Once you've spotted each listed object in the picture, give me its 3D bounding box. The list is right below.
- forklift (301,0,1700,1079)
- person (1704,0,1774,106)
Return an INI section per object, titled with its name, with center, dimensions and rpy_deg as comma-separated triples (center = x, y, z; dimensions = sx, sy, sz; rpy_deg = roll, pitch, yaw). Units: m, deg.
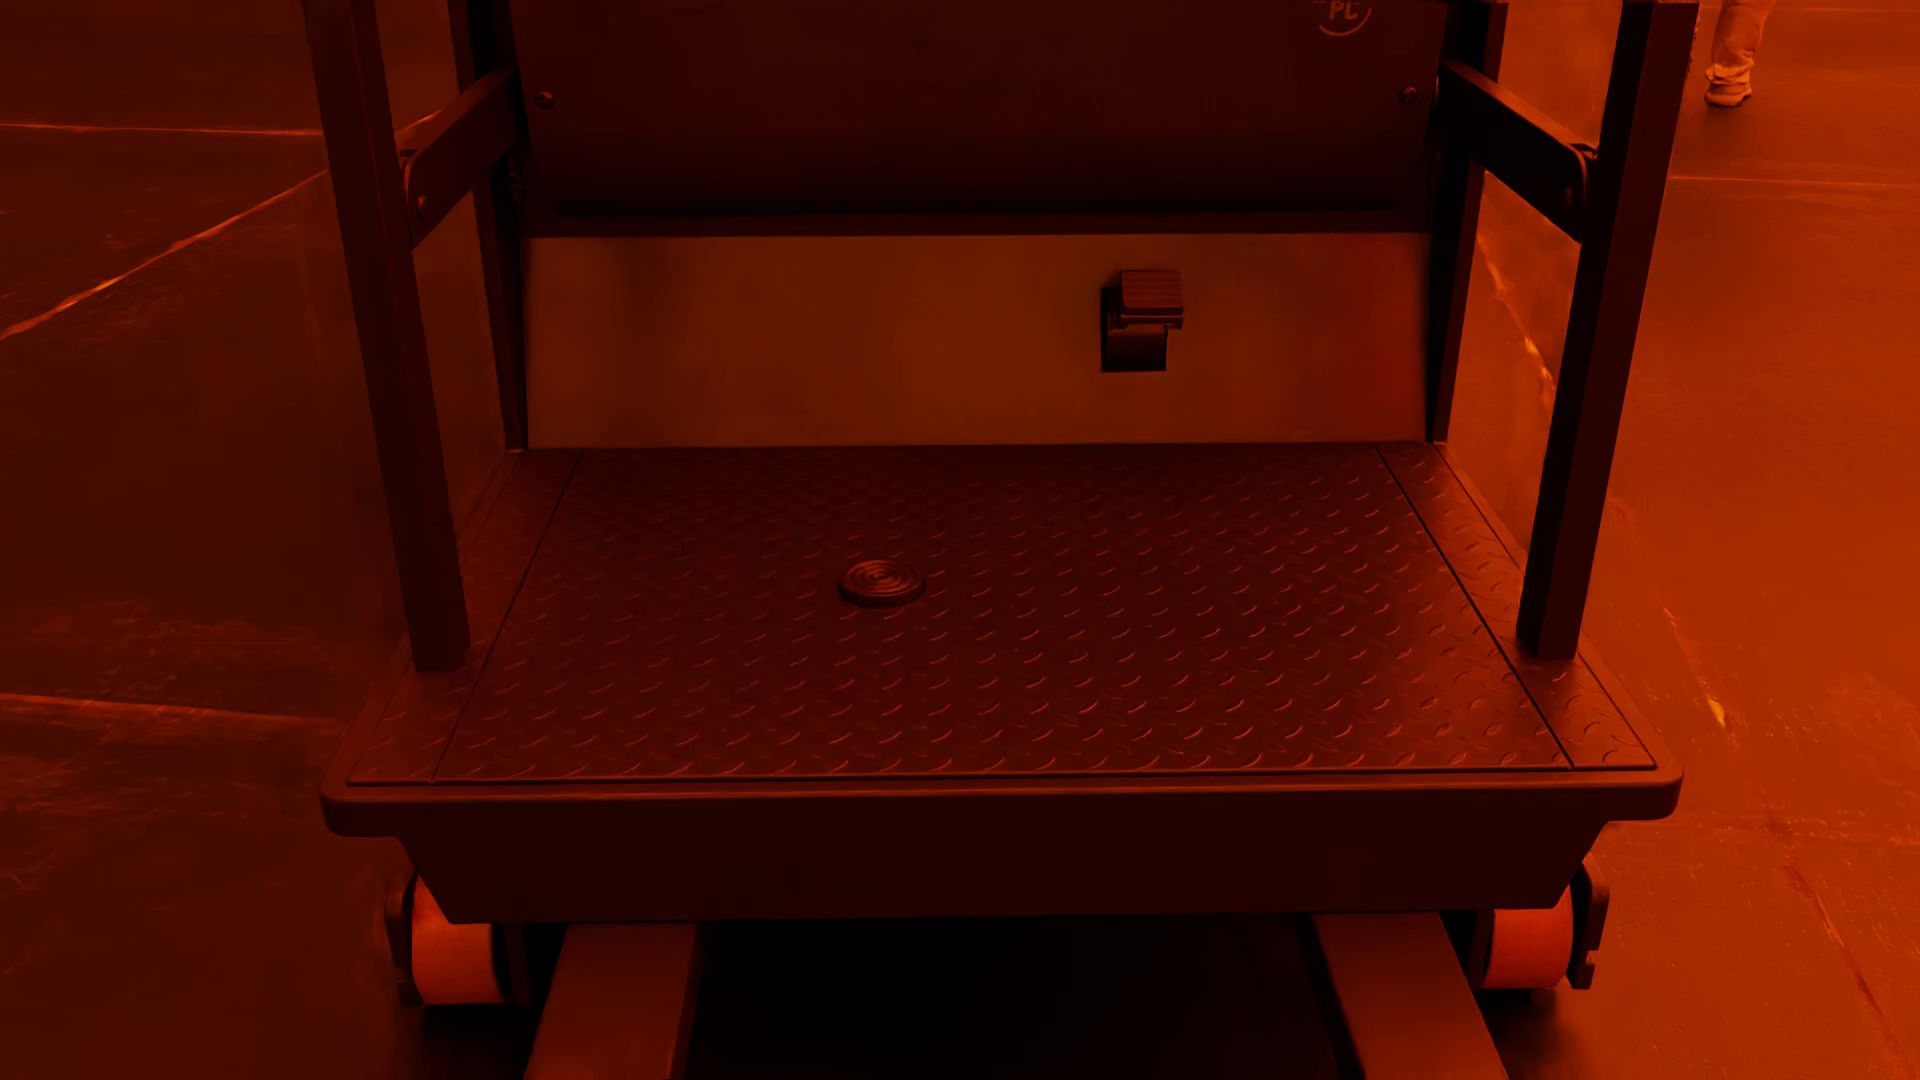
[forklift]
center = 0.027, -1.007, 1.236
dimensions = 1.130, 2.935, 3.031
rpy_deg = -1, 27, -1
[person]
center = 2.343, -2.170, 4.894
dimensions = 0.829, 1.747, 0.583
rpy_deg = 10, 28, 20
